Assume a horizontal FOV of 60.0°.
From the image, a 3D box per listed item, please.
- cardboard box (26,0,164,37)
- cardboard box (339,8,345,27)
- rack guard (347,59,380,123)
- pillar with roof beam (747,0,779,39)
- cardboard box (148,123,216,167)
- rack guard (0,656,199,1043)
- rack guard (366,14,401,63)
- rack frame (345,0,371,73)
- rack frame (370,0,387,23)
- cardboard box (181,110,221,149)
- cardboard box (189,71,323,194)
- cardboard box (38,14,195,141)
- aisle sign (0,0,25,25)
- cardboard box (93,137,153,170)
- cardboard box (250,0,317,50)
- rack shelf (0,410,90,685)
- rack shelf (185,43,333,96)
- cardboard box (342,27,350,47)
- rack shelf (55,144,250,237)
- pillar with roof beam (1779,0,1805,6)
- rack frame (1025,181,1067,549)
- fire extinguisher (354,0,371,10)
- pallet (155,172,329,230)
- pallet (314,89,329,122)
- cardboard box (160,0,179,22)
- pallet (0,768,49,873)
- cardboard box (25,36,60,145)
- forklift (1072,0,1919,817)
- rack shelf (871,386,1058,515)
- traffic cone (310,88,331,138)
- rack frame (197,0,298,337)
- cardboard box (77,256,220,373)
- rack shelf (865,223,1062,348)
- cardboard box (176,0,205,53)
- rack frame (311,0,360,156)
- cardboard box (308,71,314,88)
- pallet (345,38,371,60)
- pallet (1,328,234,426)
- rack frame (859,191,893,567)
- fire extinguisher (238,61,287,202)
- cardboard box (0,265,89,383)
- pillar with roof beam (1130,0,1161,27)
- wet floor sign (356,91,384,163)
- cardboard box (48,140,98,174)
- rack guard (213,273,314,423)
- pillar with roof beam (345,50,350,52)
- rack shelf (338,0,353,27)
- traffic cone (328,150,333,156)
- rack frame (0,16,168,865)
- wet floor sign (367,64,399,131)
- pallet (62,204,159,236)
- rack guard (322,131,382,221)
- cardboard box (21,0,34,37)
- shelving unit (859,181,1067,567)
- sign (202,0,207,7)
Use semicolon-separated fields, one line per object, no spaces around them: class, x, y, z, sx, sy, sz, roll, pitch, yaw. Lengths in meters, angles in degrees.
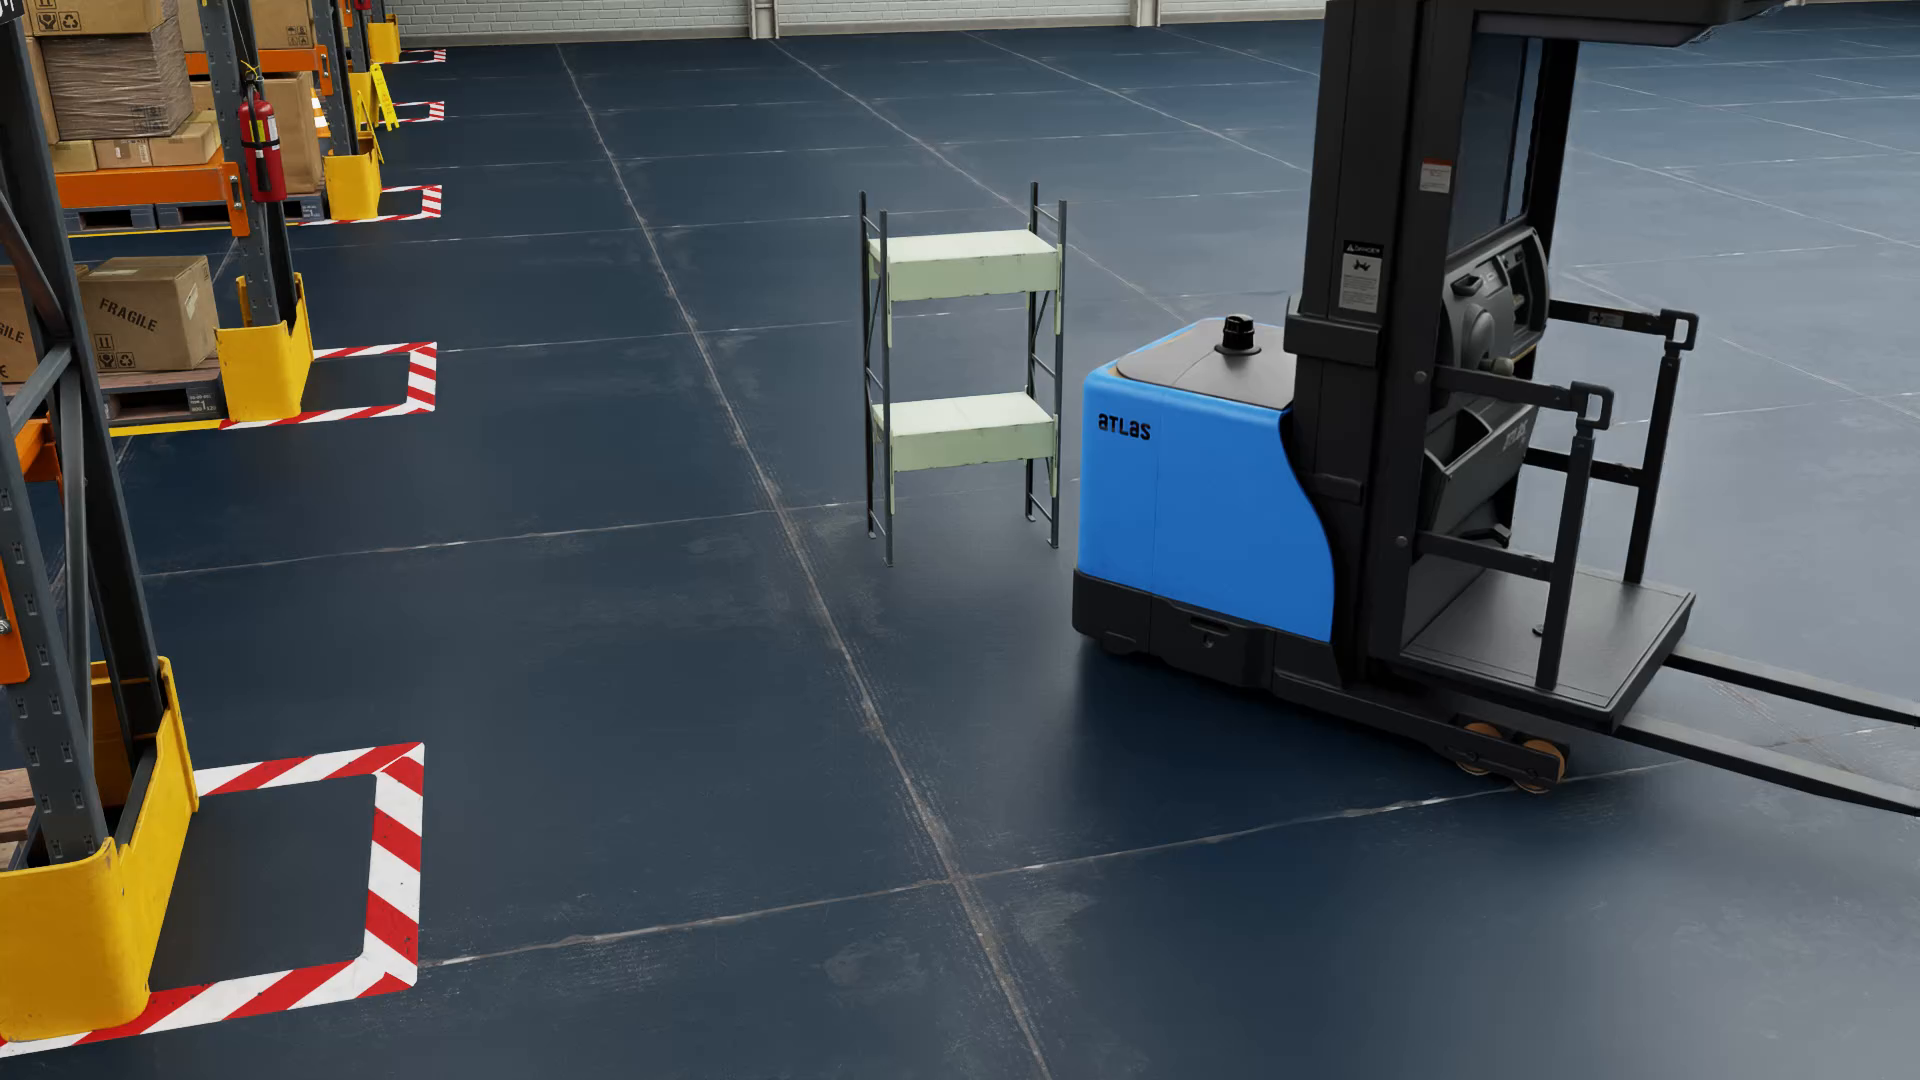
cardboard box;-4.192;-2.723;8.019;0.500;0.500;0.500;-6;24;-14
cardboard box;-8.135;-6.868;21.772;0.500;0.250;0.500;-7;24;-15
rack guard;-6.479;-4.838;17.892;0.348;0.500;1.175;-6;24;-14
pillar with roof beam;-1.724;-9.909;18.931;0.400;9.000;9.100;-6;24;-14
cardboard box;-3.948;-2.009;8.446;0.250;0.149;0.380;-6;24;-14
rack guard;-2.452;0.822;4.700;0.348;0.500;1.175;-6;24;-14
rack guard;-7.727;-6.733;22.308;0.348;0.500;1.175;-6;24;-14
rack frame;-6.406;-5.995;17.418;0.127;3.000;1.000;-6;24;-14
rack frame;-7.750;-7.879;21.809;0.127;3.000;1.000;-6;24;-14
cardboard box;-4.068;-2.177;8.839;0.250;0.149;0.380;-6;24;-14
cardboard box;-5.607;-3.246;13.173;0.875;0.875;0.875;-6;24;-14
cardboard box;-4.266;-2.367;8.459;0.500;0.500;0.875;-6;24;-14
aisle sign;-2.401;-1.666;4.032;0.004;0.787;0.394;-6;24;-14
cardboard box;-4.189;-1.982;8.384;0.250;0.149;0.380;-6;24;-14
cardboard box;-5.317;-4.139;12.902;0.550;0.550;0.875;-6;24;-14
rack shelf;-4.317;0.191;3.913;4.000;0.370;1.077;-6;24;-14
rack shelf;-6.897;-3.583;12.709;4.000;0.370;1.077;-6;24;-14
cardboard box;-8.117;-6.639;21.872;0.500;0.250;0.500;-6;24;-14
rack shelf;-5.655;-1.689;8.295;4.000;0.370;1.077;-6;24;-14
pillar with roof beam;15.606;-11.826;23.399;0.400;9.000;9.100;-6;24;-14
rack frame;0.359;-0.729;7.047;0.023;1.500;0.400;-6;24;-14
fire extinguisher;-6.171;-5.797;17.054;0.183;0.674;0.296;-6;24;-14
pallet;-5.720;-2.730;13.345;1.213;0.211;1.003;-6;24;-14
pallet;-7.271;-4.633;17.779;1.213;0.211;1.003;-6;24;-14
cardboard box;-4.332;-2.920;8.479;0.500;0.500;0.500;-6;24;-14
pallet;-3.235;1.040;4.560;1.213;0.211;1.003;-6;24;-14
cardboard box;-4.715;-2.268;8.229;0.500;0.500;0.875;-6;24;-14
forklift;1.920;-0.770;5.327;3.031;2.935;1.130;16;28;32
rack shelf;0.006;-0.390;7.084;0.720;0.370;0.431;-6;24;-14
traffic cone;-6.472;-4.294;16.670;0.334;0.463;0.336;-6;24;-14
rack frame;-3.729;-2.233;8.650;0.127;3.000;1.000;-6;24;-14
cardboard box;-4.335;-1.217;8.919;0.500;0.500;0.500;-2;23;-5
rack shelf;0.006;-1.049;6.802;0.720;0.370;0.431;-6;24;-14
cardboard box;-5.840;-4.072;12.746;0.550;0.550;0.875;-6;24;-14
rack frame;-4.972;-4.127;13.063;0.127;3.000;1.000;-6;24;-14
cardboard box;-7.257;-4.944;17.922;0.500;0.250;0.500;-7;24;-15
pallet;-8.475;-6.501;22.132;1.213;0.211;1.003;-6;24;-14
pallet;-4.594;-0.870;9.010;1.213;0.211;1.003;-6;24;-14
rack frame;-0.346;-0.651;6.865;0.023;1.500;0.400;-6;24;-14
fire extinguisher;-3.494;-2.034;8.285;0.183;0.674;0.296;-6;24;-14
cardboard box;-4.901;-1.140;8.741;0.500;0.500;0.500;0;23;0
pillar with roof beam;4.053;-10.548;20.420;0.400;9.000;9.100;-6;24;-14
wet floor sign;-5.479;-3.800;15.287;0.232;0.644;0.267;-11;25;-23
cardboard box;-4.415;-1.936;8.277;0.250;0.149;0.380;-6;24;-14
rack guard;-3.802;-1.076;9.124;0.348;0.500;1.175;-6;24;-14
pillar with roof beam;-7.501;-9.270;17.442;0.400;9.000;9.100;-6;24;-14
rack shelf;-8.332;-5.452;17.063;4.000;0.370;1.077;-6;24;-14
traffic cone;-5.844;-3.909;15.772;0.334;0.463;0.336;-6;24;-14
rack frame;-2.391;-0.352;4.267;0.127;3.000;1.000;-6;24;-14
wet floor sign;-5.934;-4.527;16.983;0.232;0.644;0.267;2;23;4
pallet;-6.893;-2.602;13.046;1.213;0.211;1.003;-6;24;-14
rack guard;-4.948;-2.980;13.562;0.348;0.500;1.175;-6;24;-14
cardboard box;-4.672;-2.667;7.890;0.500;0.500;0.500;-6;24;-14
shelving unit;0.006;-0.690;6.956;0.755;1.500;0.431;-6;24;-14
sign;-3.598;-2.697;7.863;0.005;0.325;0.100;-6;24;-14
